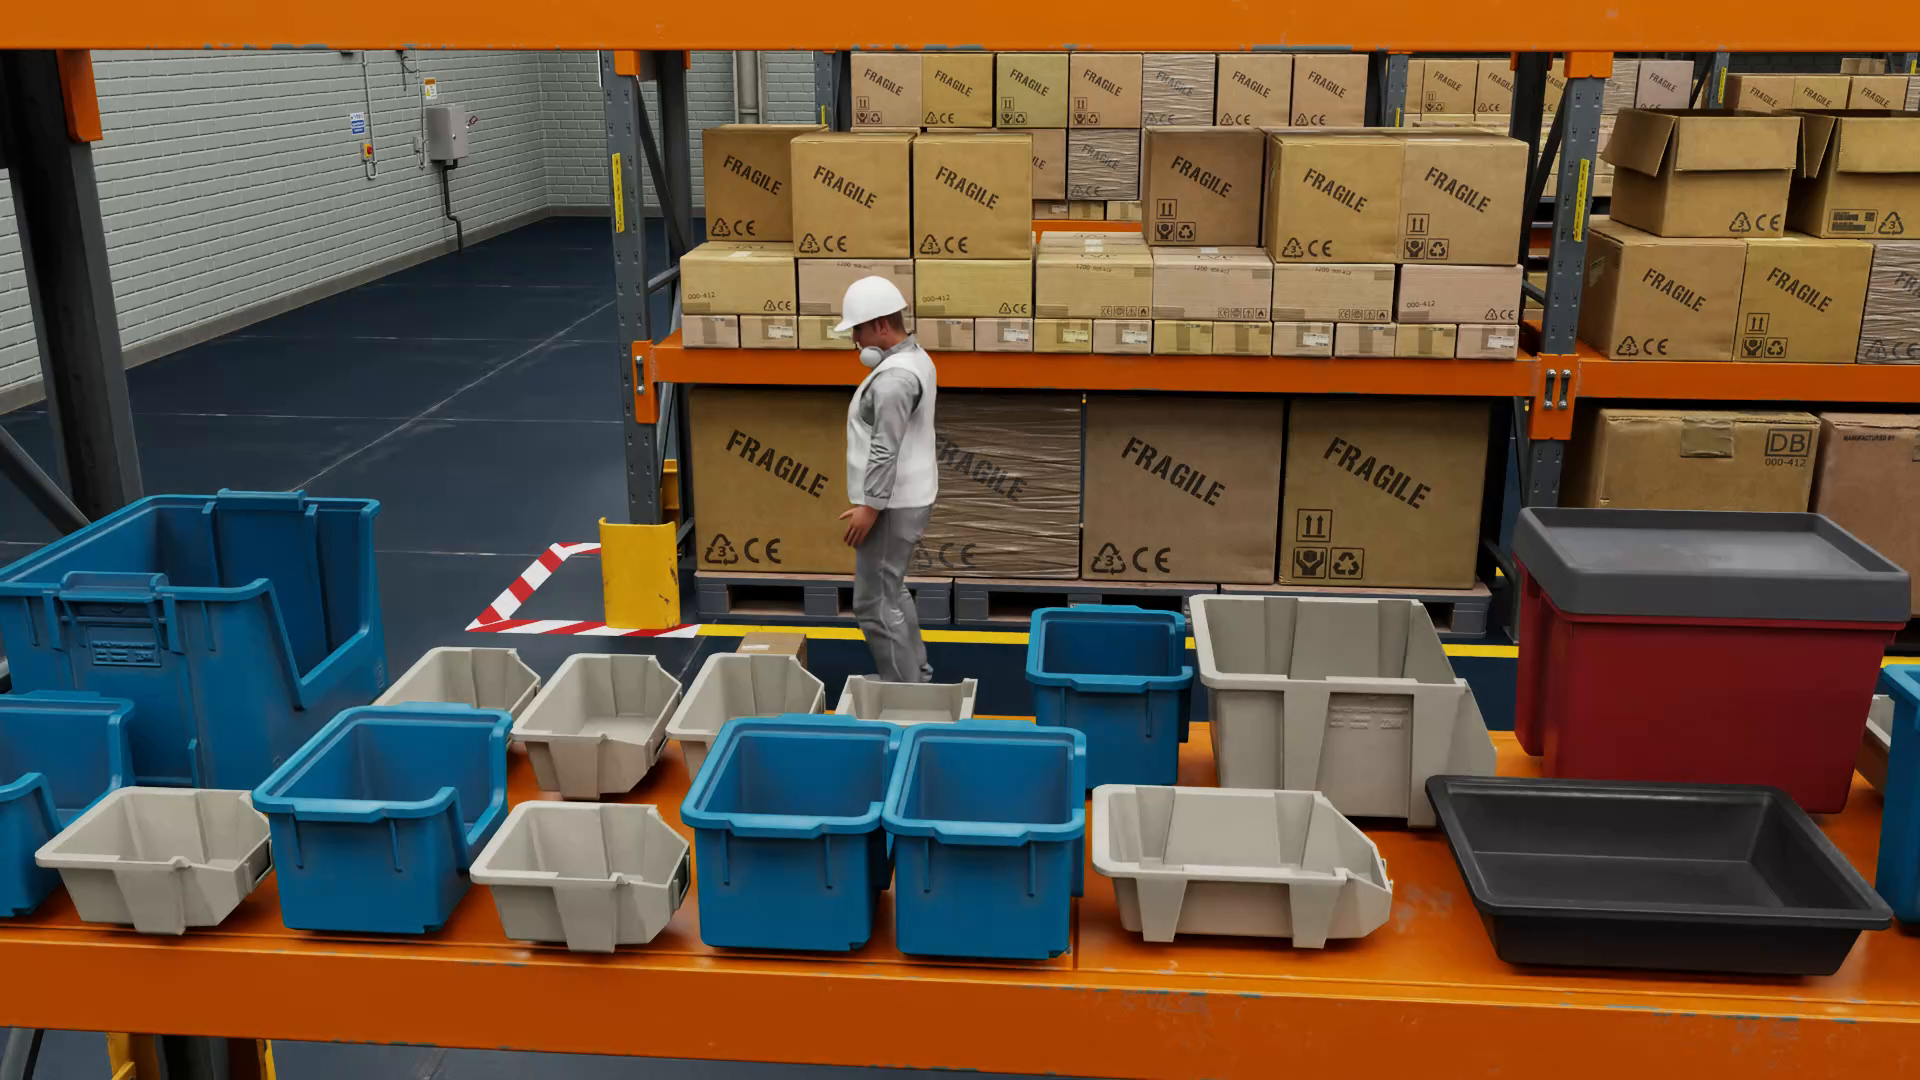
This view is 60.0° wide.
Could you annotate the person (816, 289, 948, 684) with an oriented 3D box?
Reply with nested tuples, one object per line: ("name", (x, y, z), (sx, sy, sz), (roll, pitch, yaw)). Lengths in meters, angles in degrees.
("person", (-0.302, -0.132, 6.552), (0.495, 1.708, 0.563), (2, 17, 5))
